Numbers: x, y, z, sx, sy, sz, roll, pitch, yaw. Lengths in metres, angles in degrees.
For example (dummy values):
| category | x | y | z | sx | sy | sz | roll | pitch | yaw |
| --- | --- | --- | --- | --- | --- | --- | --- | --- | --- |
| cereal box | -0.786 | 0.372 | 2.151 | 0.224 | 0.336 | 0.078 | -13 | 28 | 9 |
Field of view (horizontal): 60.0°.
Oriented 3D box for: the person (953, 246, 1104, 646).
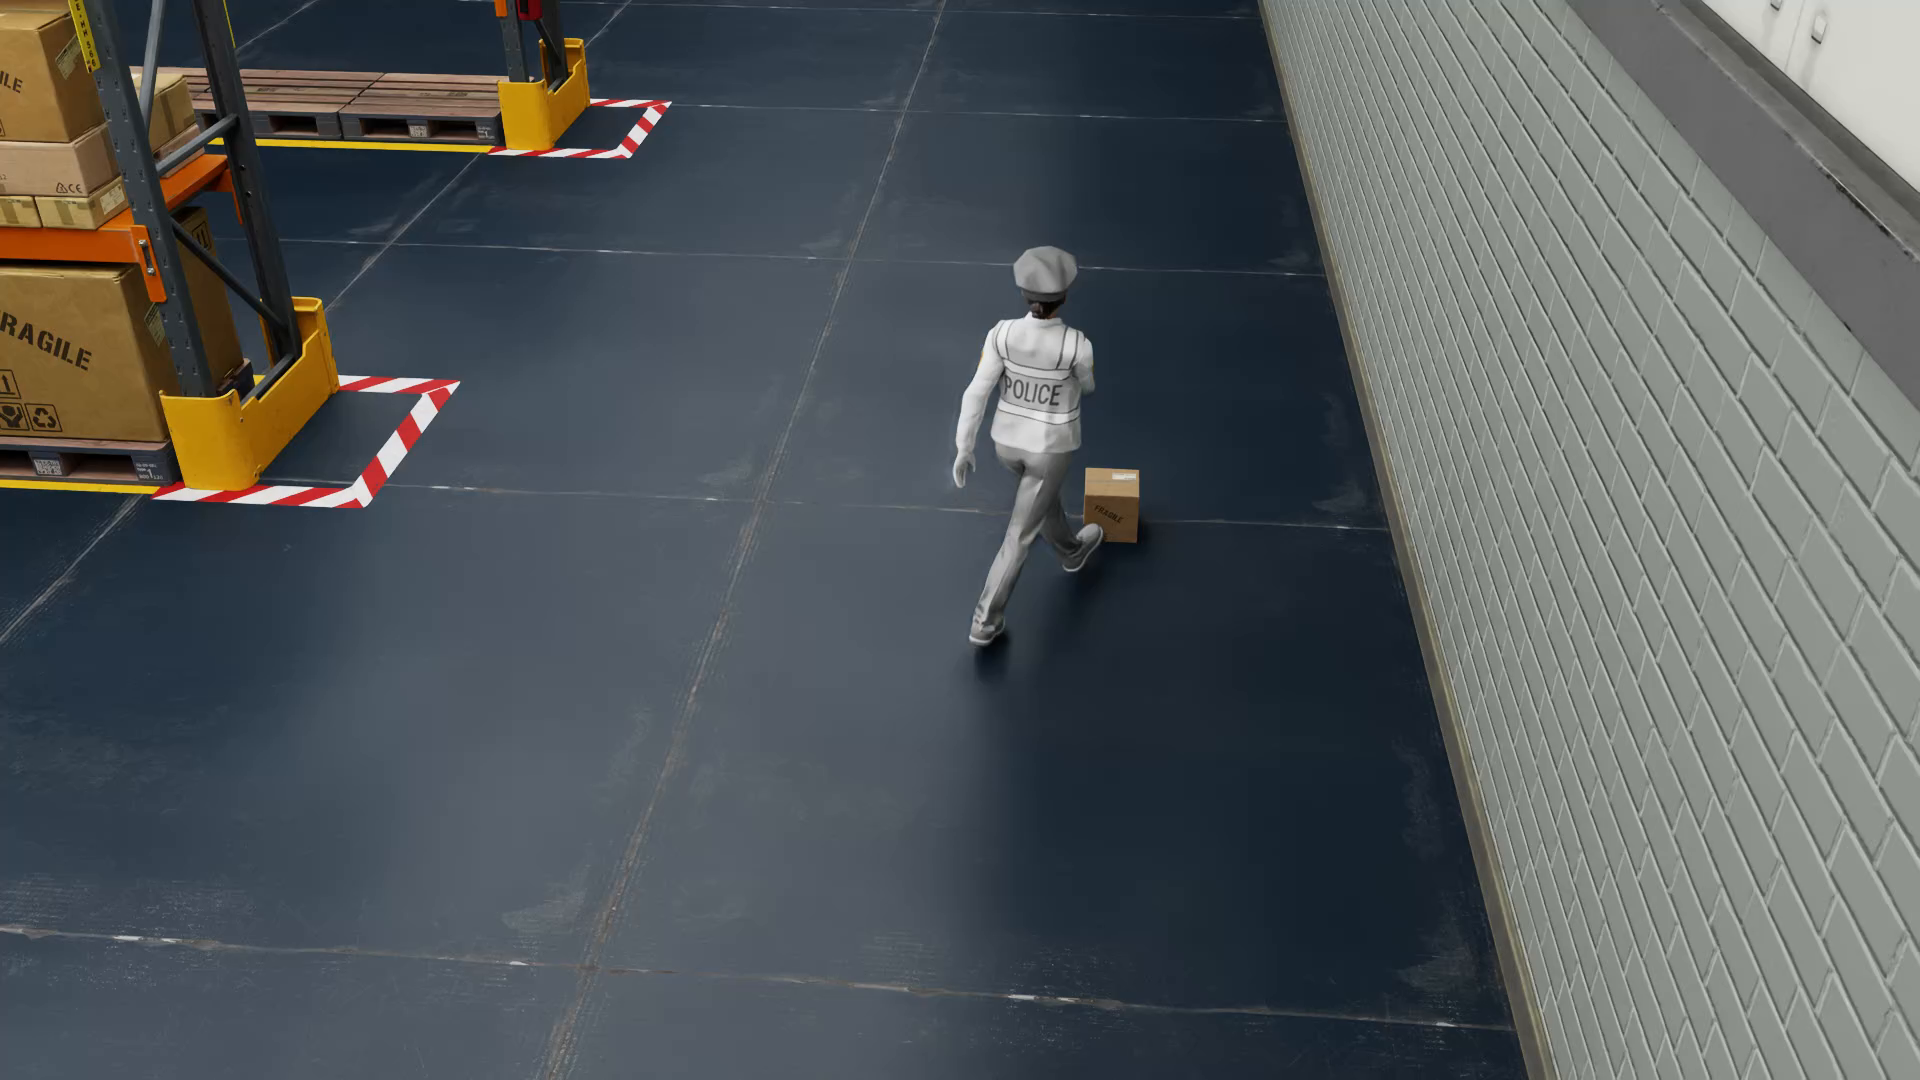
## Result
| category | x | y | z | sx | sy | sz | roll | pitch | yaw |
| --- | --- | --- | --- | --- | --- | --- | --- | --- | --- |
| person | 0.329 | -0.438 | 6.810 | 0.471 | 1.617 | 1.004 | 19 | 37 | 27 |
